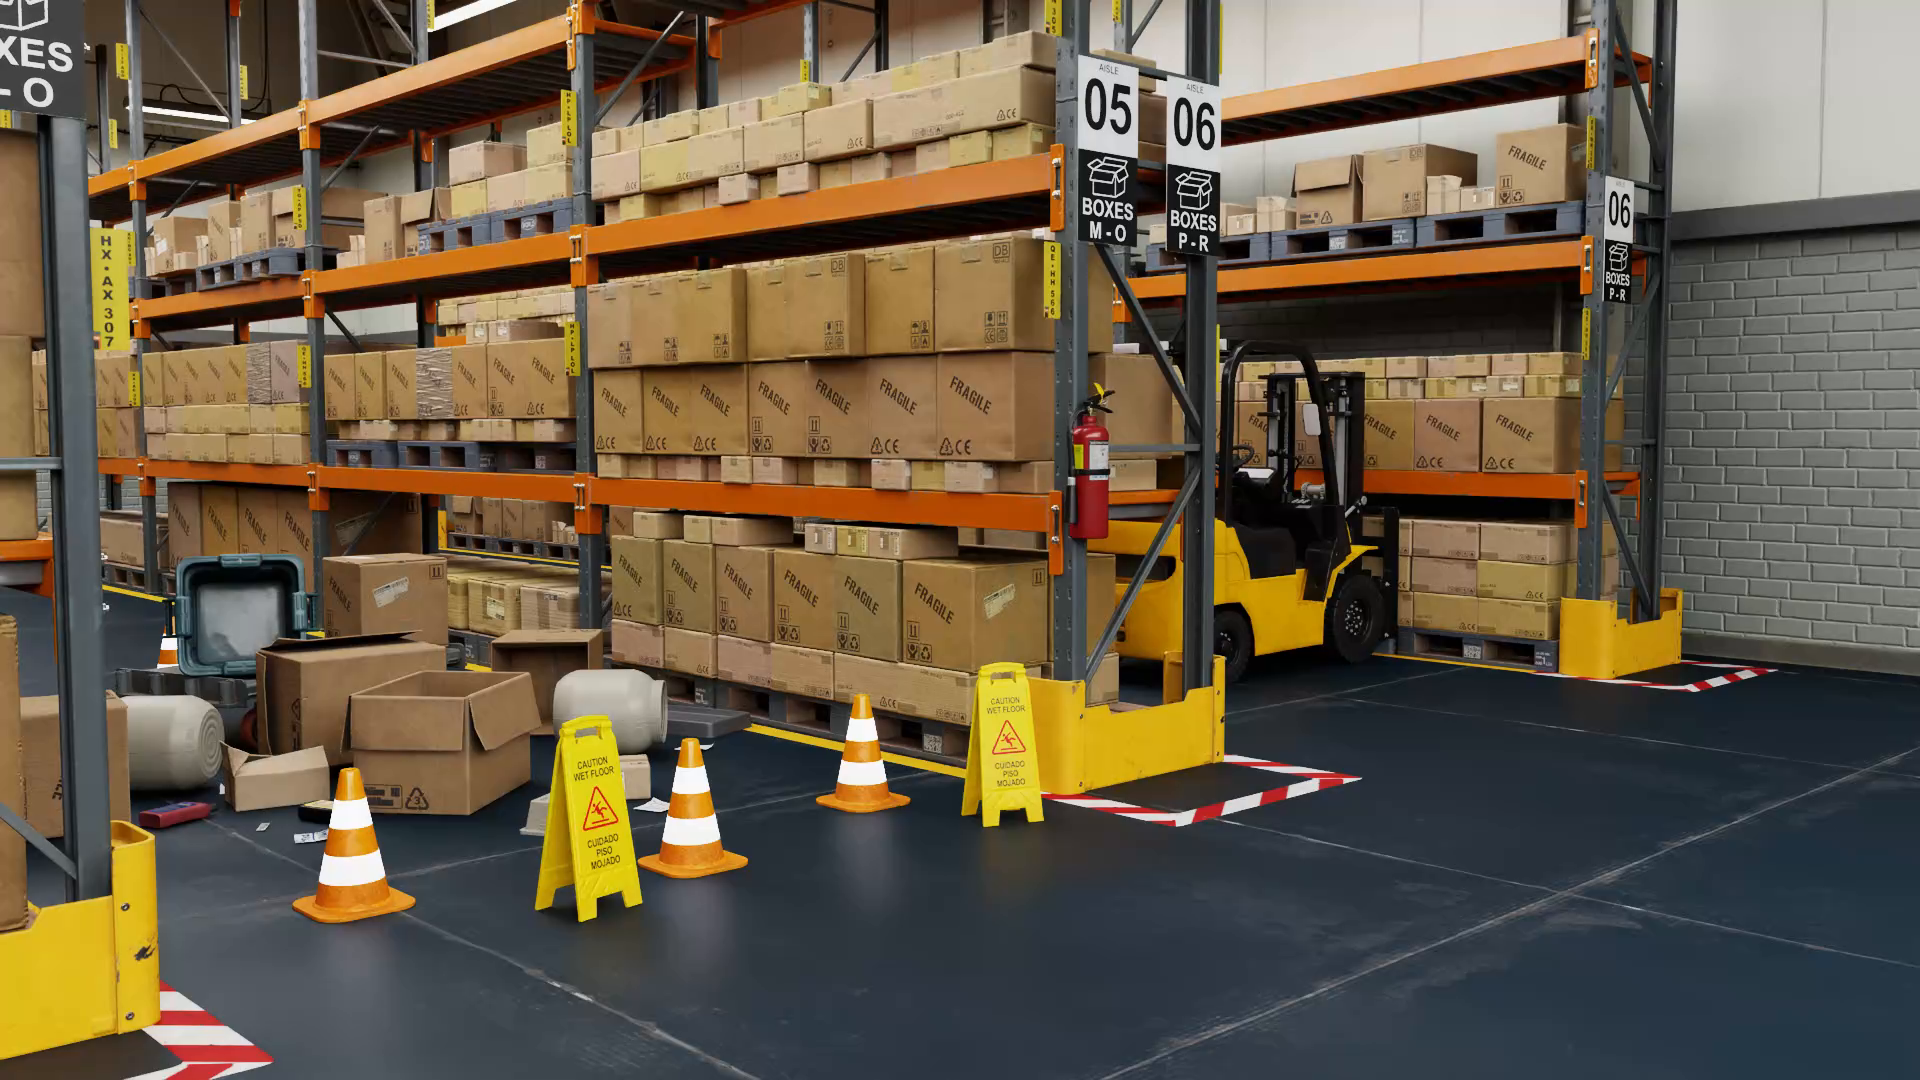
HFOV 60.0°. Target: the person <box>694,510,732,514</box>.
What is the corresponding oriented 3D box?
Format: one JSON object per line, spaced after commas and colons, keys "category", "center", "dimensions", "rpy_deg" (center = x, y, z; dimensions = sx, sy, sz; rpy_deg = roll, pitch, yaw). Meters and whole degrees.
{"category": "person", "center": [-2.013, -0.181, 13.254], "dimensions": [0.527, 1.742, 1.040], "rpy_deg": [-4, 5, -43]}
